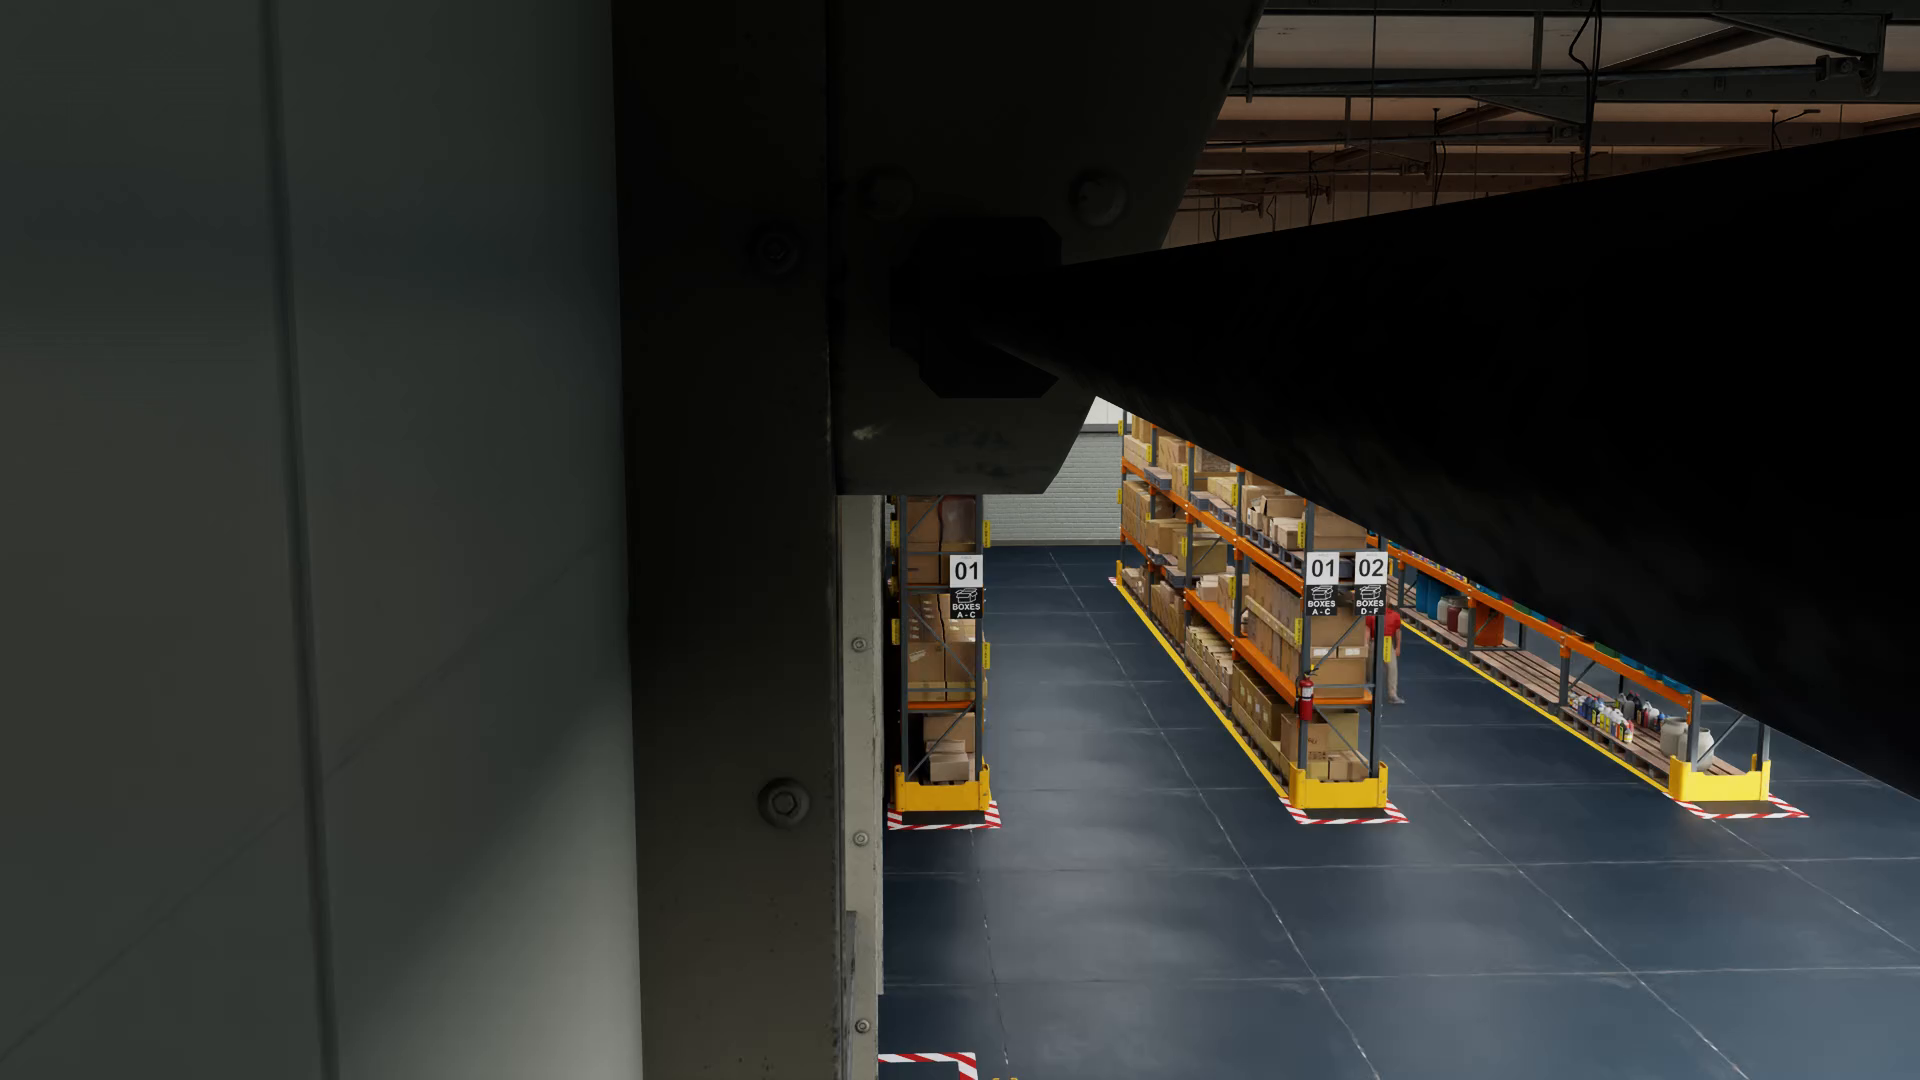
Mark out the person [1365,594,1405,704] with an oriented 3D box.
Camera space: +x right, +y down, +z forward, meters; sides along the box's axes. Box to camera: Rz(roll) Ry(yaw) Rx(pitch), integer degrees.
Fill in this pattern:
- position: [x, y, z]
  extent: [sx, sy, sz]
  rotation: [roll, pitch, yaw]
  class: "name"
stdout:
- position: [6.586, 1.685, 25.941]
  extent: [0.651, 1.676, 1.019]
  rotation: [-2, 9, -14]
  class: "person"
